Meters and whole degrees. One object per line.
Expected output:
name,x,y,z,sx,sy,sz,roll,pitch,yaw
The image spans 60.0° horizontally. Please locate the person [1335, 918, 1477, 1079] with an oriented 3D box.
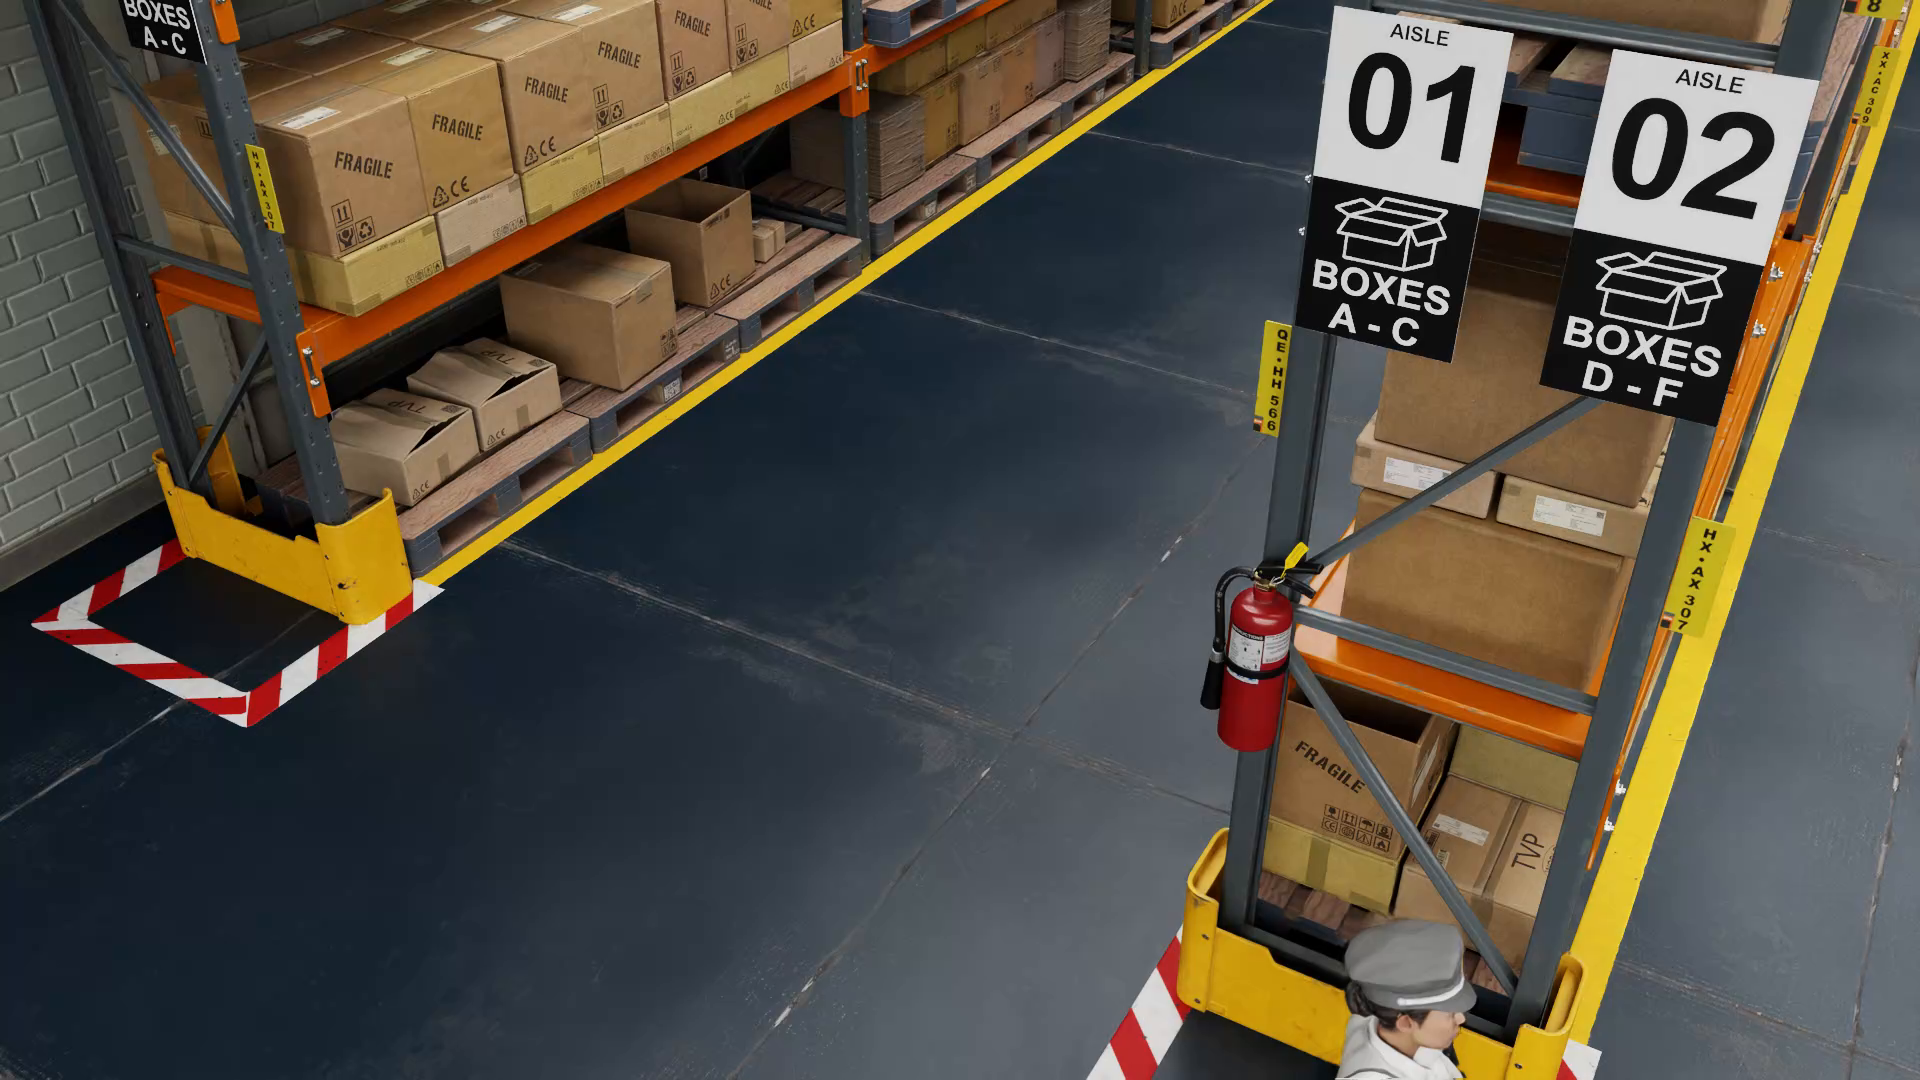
person,1.003,1.572,3.844,0.787,1.704,0.542,14,37,20
